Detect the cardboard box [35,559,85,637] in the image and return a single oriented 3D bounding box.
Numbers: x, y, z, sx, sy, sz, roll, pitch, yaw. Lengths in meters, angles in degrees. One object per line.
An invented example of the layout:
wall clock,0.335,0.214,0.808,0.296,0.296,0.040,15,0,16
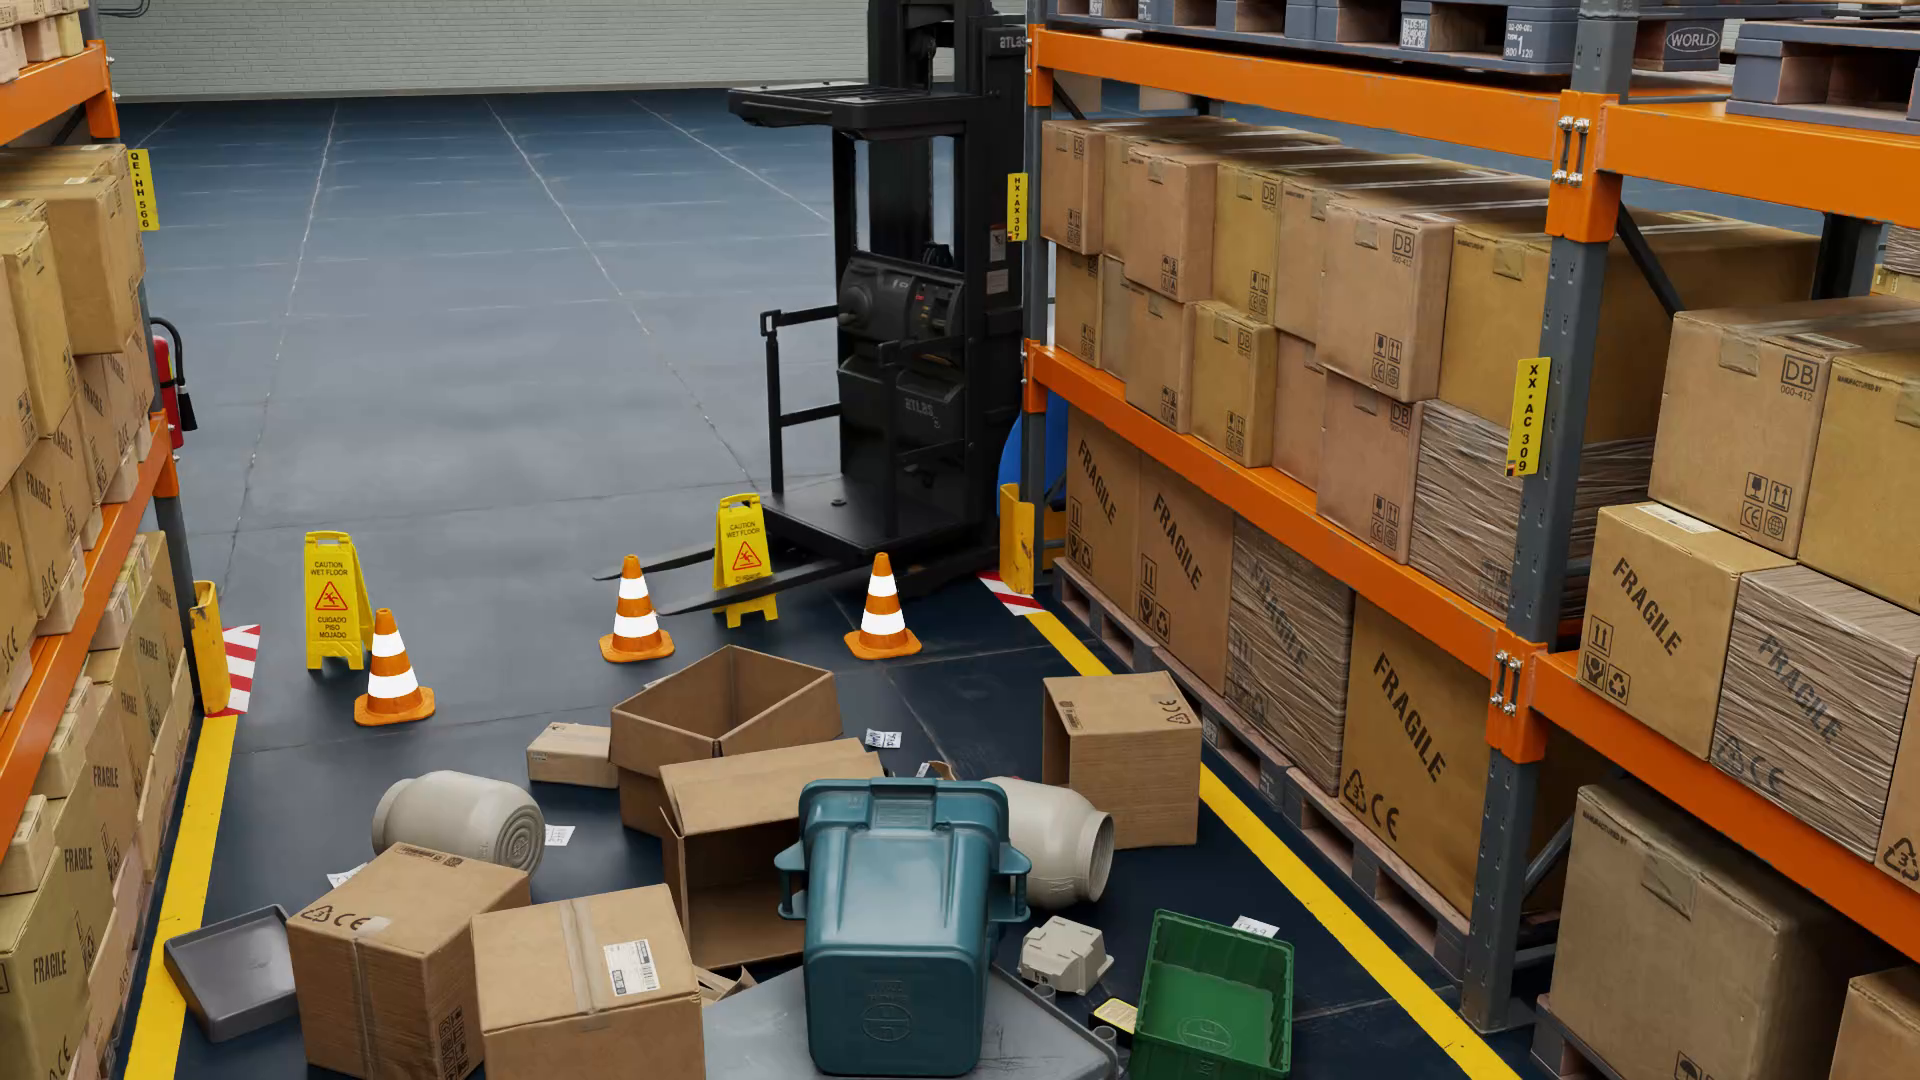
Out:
cardboard box,-2.790,0.183,4.842,0.380,0.149,0.250,-6,21,-17

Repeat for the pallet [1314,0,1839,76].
pallet,1.818,-1.581,5.074,1.003,0.211,1.213,-6,21,-17

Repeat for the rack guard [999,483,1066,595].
rack guard,0.800,-0.062,8.850,1.175,0.500,0.348,-6,21,-17

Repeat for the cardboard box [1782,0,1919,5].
cardboard box,2.018,-1.320,3.647,0.258,0.266,0.396,-7,21,-18

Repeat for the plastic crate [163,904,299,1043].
plastic crate,-2.317,1.394,5.416,0.402,0.080,0.583,-15,25,-36

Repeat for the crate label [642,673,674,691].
crate label,-1.247,0.694,7.281,0.298,0.136,0.250,17,26,39

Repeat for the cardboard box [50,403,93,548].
cardboard box,-2.979,-0.228,5.025,0.500,0.500,0.500,-6,21,-17

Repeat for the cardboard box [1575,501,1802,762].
cardboard box,1.975,0.203,4.266,0.500,0.500,0.500,-6,21,-17

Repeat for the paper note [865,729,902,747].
paper note,-0.324,0.838,7.042,0.144,0.017,0.142,1,20,2

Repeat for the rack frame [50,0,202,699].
rack frame,-3.859,-0.672,6.851,1.000,3.000,0.127,-6,21,-17

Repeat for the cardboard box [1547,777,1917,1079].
cardboard box,2.346,1.104,4.613,1.050,0.750,0.750,-6,21,-17

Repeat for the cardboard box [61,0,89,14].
cardboard box,-3.443,-2.018,5.942,0.500,0.250,0.500,-7,21,-18

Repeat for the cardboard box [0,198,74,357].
cardboard box,-3.057,-0.699,4.857,0.700,0.500,0.500,-7,21,-18

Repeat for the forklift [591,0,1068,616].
forklift,-0.472,-1.239,8.530,3.031,2.935,1.130,-16,26,-38

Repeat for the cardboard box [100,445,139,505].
cardboard box,-3.184,-0.223,5.973,0.380,0.149,0.250,-6,21,-16

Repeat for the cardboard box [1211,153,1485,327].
cardboard box,1.485,-1.169,6.415,0.875,0.550,0.500,-6,21,-17

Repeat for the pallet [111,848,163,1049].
pallet,-3.234,1.320,5.430,1.003,0.211,1.213,-6,21,-17

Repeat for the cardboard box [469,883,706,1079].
cardboard box,-0.922,1.233,4.125,0.500,0.500,0.500,-6,21,-17

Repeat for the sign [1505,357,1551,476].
sign,1.539,-0.332,4.507,0.100,0.325,0.005,-6,21,-17

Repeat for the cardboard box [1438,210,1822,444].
cardboard box,1.982,-0.648,4.964,0.875,0.550,0.550,-6,21,-17

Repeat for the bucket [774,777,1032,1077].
bucket,-0.166,1.079,4.568,0.726,0.611,0.620,1,30,2

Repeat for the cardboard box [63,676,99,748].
cardboard box,-2.764,0.534,4.870,0.380,0.149,0.250,-5,20,-14

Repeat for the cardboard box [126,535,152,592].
cardboard box,-3.181,0.106,6.062,0.380,0.149,0.250,-6,21,-16

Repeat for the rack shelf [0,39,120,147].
rack shelf,-3.231,-1.104,4.679,1.077,0.370,4.000,-6,21,-17

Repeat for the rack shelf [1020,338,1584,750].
rack shelf,1.437,-0.250,6.740,1.077,0.370,4.000,-6,21,-17

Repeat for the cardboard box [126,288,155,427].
cardboard box,-3.427,-0.715,6.381,0.500,0.500,0.500,-7,21,-18

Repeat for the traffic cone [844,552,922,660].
traffic cone,-0.373,0.284,7.940,0.336,0.463,0.334,-6,21,-17

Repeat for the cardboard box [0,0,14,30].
cardboard box,-2.957,-1.529,4.579,0.500,0.250,0.500,-6,21,-17

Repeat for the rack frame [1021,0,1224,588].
rack frame,0.808,-1.231,8.406,1.000,3.000,0.127,-6,21,-17

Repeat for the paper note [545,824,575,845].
paper note,-1.548,1.111,6.296,0.148,0.019,0.142,1,20,2

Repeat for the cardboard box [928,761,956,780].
cardboard box,-0.223,0.984,6.285,0.396,0.266,0.258,-3,20,-8

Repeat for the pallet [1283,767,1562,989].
pallet,1.901,1.113,6.006,1.003,0.211,1.213,-6,21,-17

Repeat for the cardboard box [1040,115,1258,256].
cardboard box,0.888,-1.686,7.855,0.875,0.550,0.550,-6,21,-17

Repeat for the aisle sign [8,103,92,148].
aisle sign,-3.604,-1.947,6.553,0.394,0.787,0.004,-6,21,-17

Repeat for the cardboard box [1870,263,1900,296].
cardboard box,5.412,-1.490,9.500,0.380,0.149,0.250,-6,21,-17

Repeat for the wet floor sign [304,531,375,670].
wet floor sign,-2.903,0.261,7.735,0.267,0.644,0.232,1,20,2

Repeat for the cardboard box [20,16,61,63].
cardboard box,-3.321,-1.716,5.690,0.380,0.149,0.250,-6,21,-16

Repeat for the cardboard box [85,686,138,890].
cardboard box,-2.872,0.800,5.090,0.500,0.500,0.500,-5,20,-14

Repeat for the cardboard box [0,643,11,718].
cardboard box,-2.476,0.253,3.686,0.500,0.500,0.500,-6,21,-17

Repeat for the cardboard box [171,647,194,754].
cardboard box,-3.342,0.663,6.581,0.500,0.250,0.500,-6,21,-17

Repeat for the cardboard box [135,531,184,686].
cardboard box,-3.360,0.300,6.480,0.500,0.500,0.500,-6,21,-17

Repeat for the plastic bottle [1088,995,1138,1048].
plastic bottle,0.546,1.507,5.129,0.283,0.061,0.133,17,26,39

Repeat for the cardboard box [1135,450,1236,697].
cardboard box,1.362,0.064,7.322,0.875,0.875,0.875,-7,21,-18

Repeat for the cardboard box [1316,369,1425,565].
cardboard box,1.744,-0.309,5.617,0.875,0.550,0.550,-6,21,-17

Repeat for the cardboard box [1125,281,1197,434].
cardboard box,1.218,-0.820,7.040,0.875,0.550,0.550,-6,21,-17

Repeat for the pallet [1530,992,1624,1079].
pallet,2.379,1.605,4.636,1.003,0.211,1.213,-6,21,-17

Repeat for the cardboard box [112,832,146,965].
cardboard box,-2.879,1.150,5.225,0.500,0.250,0.500,-7,21,-18

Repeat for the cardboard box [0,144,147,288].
cardboard box,-3.492,-1.189,6.223,0.700,0.500,0.500,-7,21,-19
